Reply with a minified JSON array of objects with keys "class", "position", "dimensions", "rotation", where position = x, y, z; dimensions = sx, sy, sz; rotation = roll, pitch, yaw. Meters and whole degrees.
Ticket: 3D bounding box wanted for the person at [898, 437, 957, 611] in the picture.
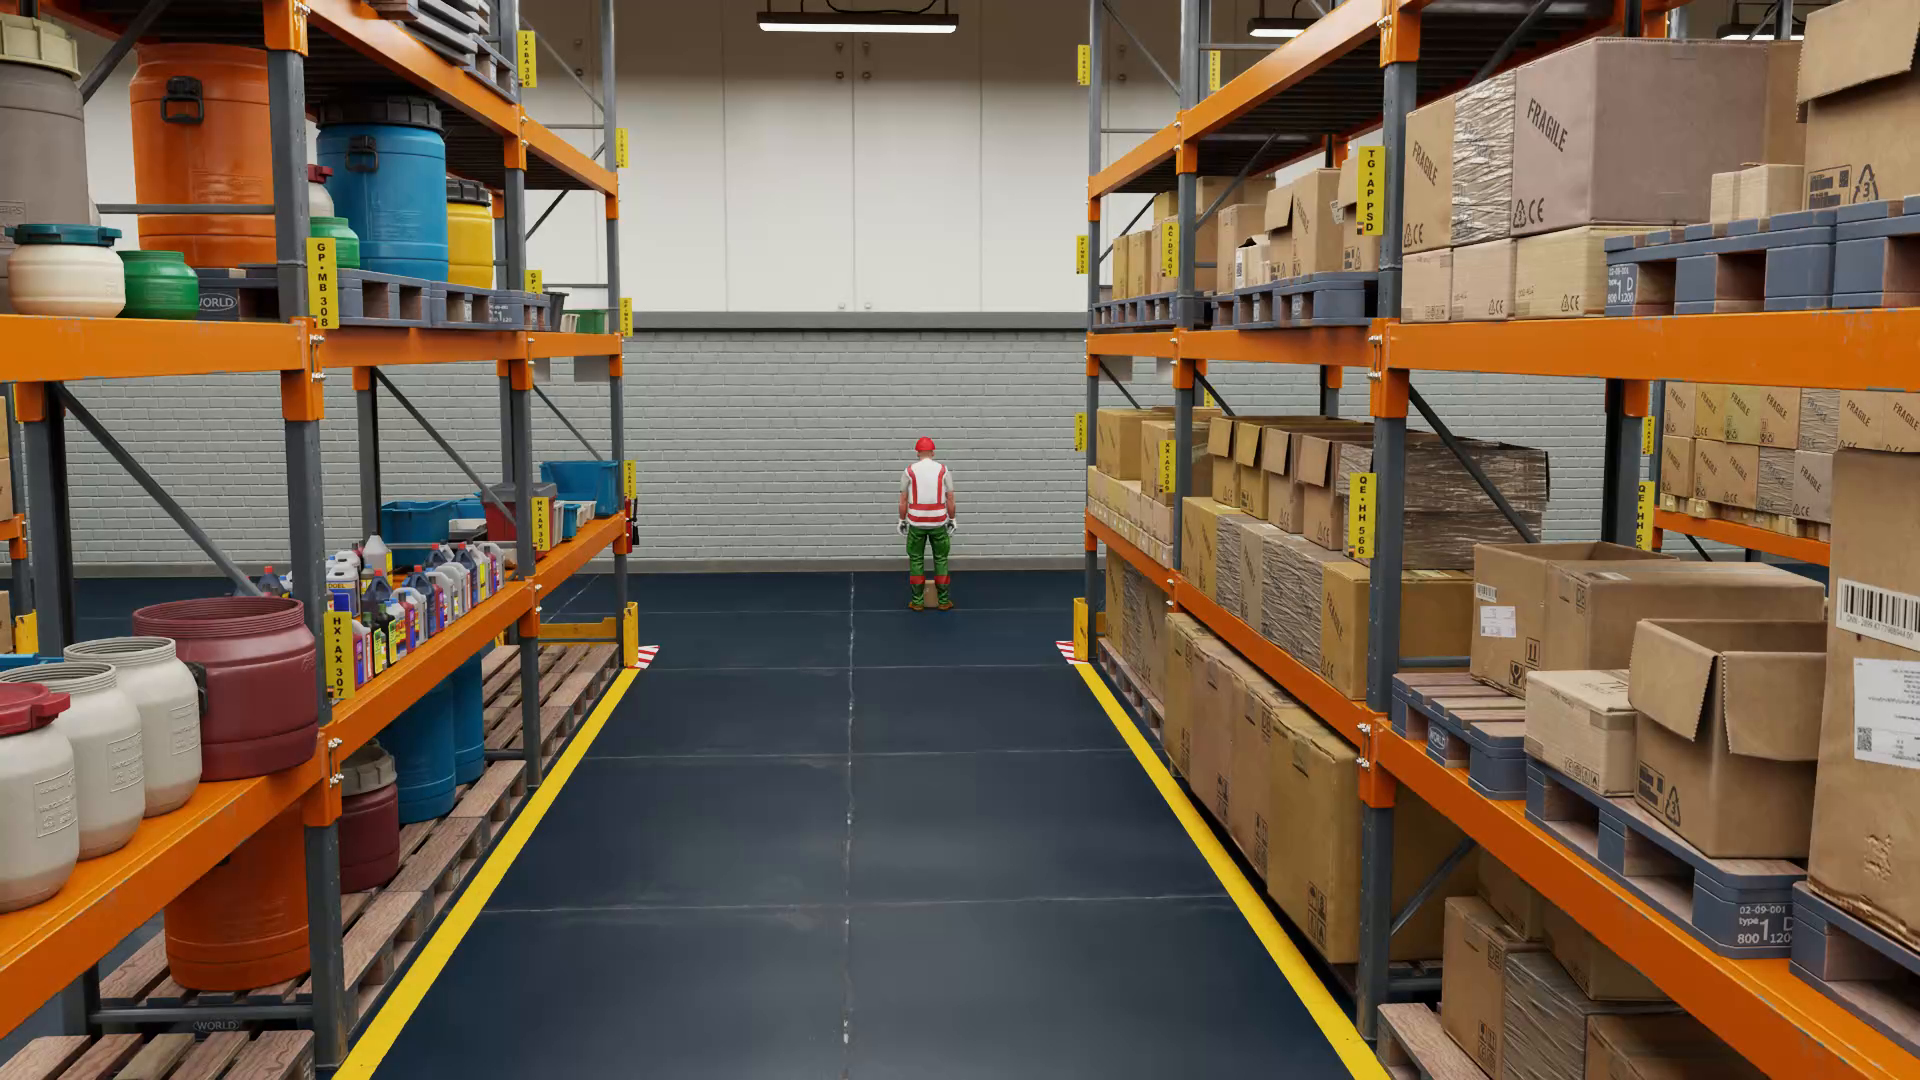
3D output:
[{"class":"person","position":[-0.333,-0.170,17.103],"dimensions":[0.610,1.780,0.448],"rotation":[0,7,-3]}]
